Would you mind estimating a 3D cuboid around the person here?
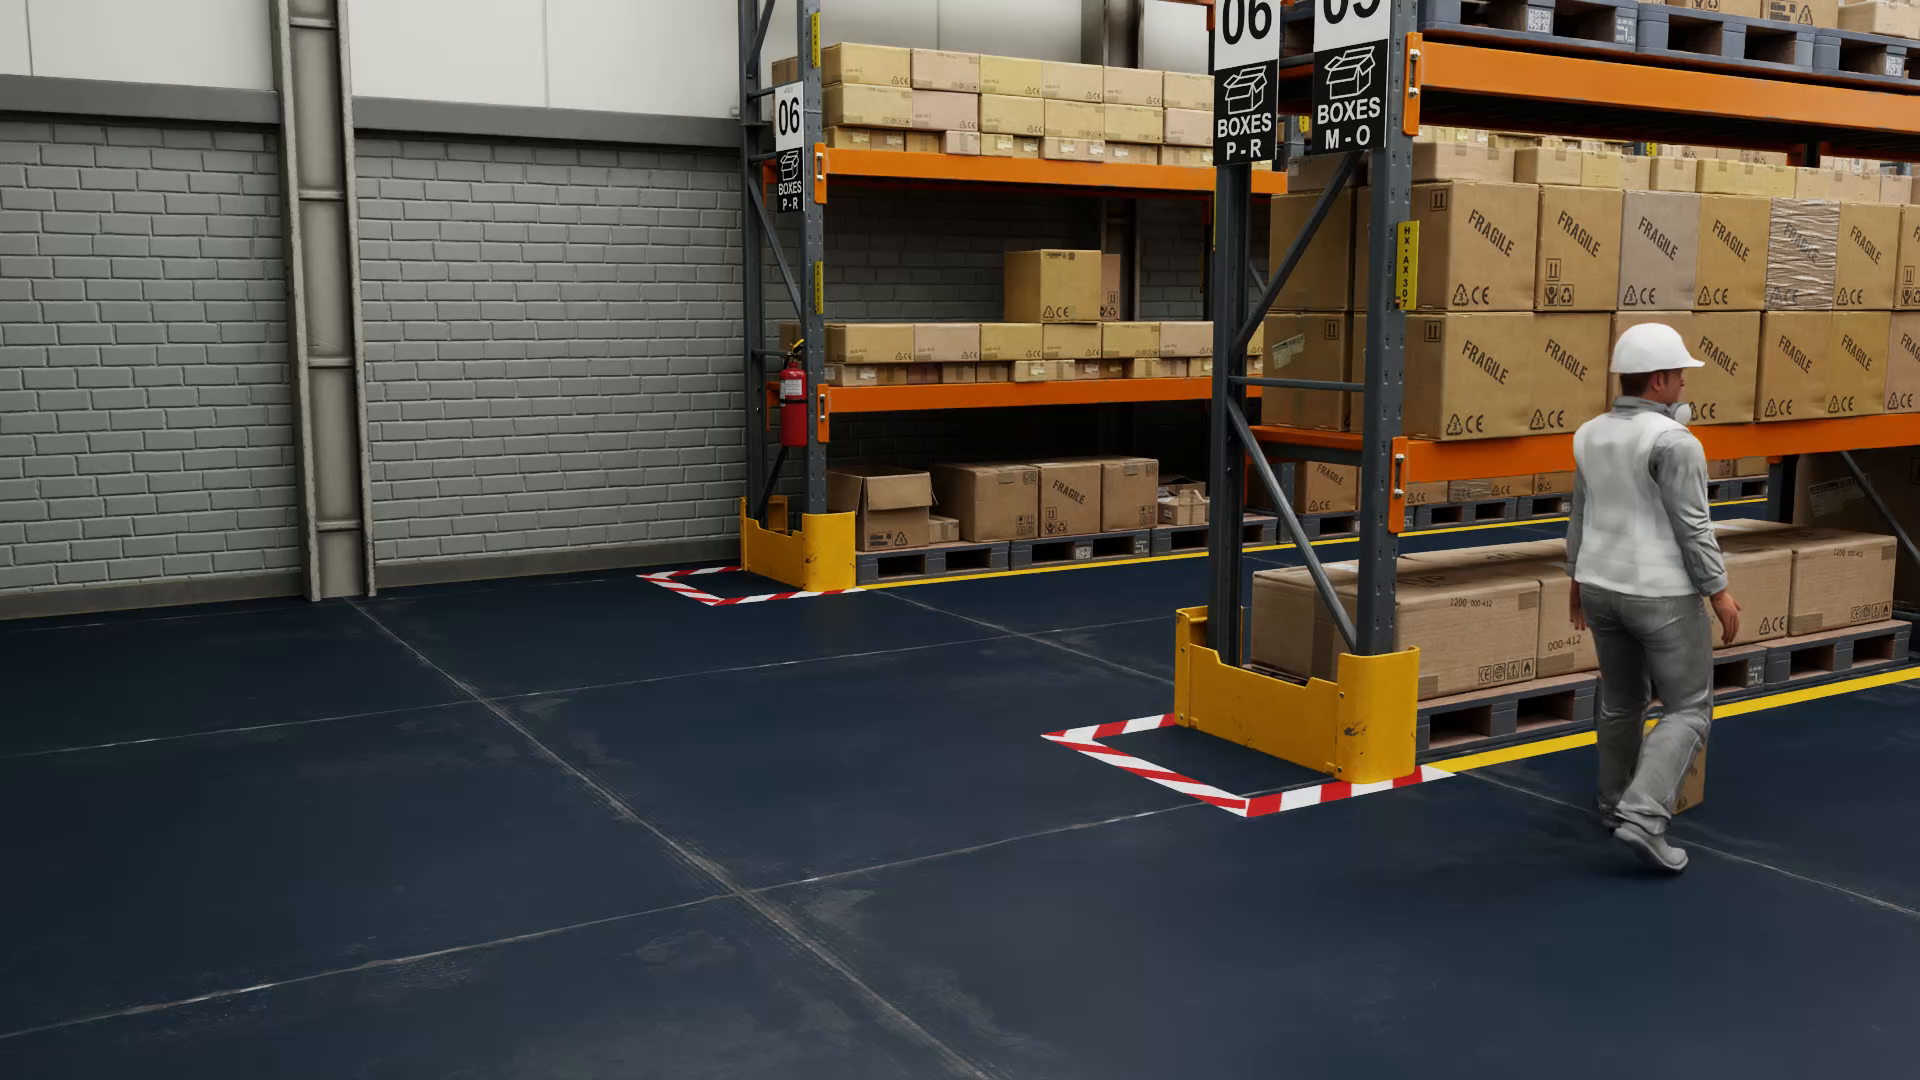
[{"bbox_3d":[2.307,0.163,5.575,0.667,1.767,0.628,-4,9,-27],"label":"person"}]
